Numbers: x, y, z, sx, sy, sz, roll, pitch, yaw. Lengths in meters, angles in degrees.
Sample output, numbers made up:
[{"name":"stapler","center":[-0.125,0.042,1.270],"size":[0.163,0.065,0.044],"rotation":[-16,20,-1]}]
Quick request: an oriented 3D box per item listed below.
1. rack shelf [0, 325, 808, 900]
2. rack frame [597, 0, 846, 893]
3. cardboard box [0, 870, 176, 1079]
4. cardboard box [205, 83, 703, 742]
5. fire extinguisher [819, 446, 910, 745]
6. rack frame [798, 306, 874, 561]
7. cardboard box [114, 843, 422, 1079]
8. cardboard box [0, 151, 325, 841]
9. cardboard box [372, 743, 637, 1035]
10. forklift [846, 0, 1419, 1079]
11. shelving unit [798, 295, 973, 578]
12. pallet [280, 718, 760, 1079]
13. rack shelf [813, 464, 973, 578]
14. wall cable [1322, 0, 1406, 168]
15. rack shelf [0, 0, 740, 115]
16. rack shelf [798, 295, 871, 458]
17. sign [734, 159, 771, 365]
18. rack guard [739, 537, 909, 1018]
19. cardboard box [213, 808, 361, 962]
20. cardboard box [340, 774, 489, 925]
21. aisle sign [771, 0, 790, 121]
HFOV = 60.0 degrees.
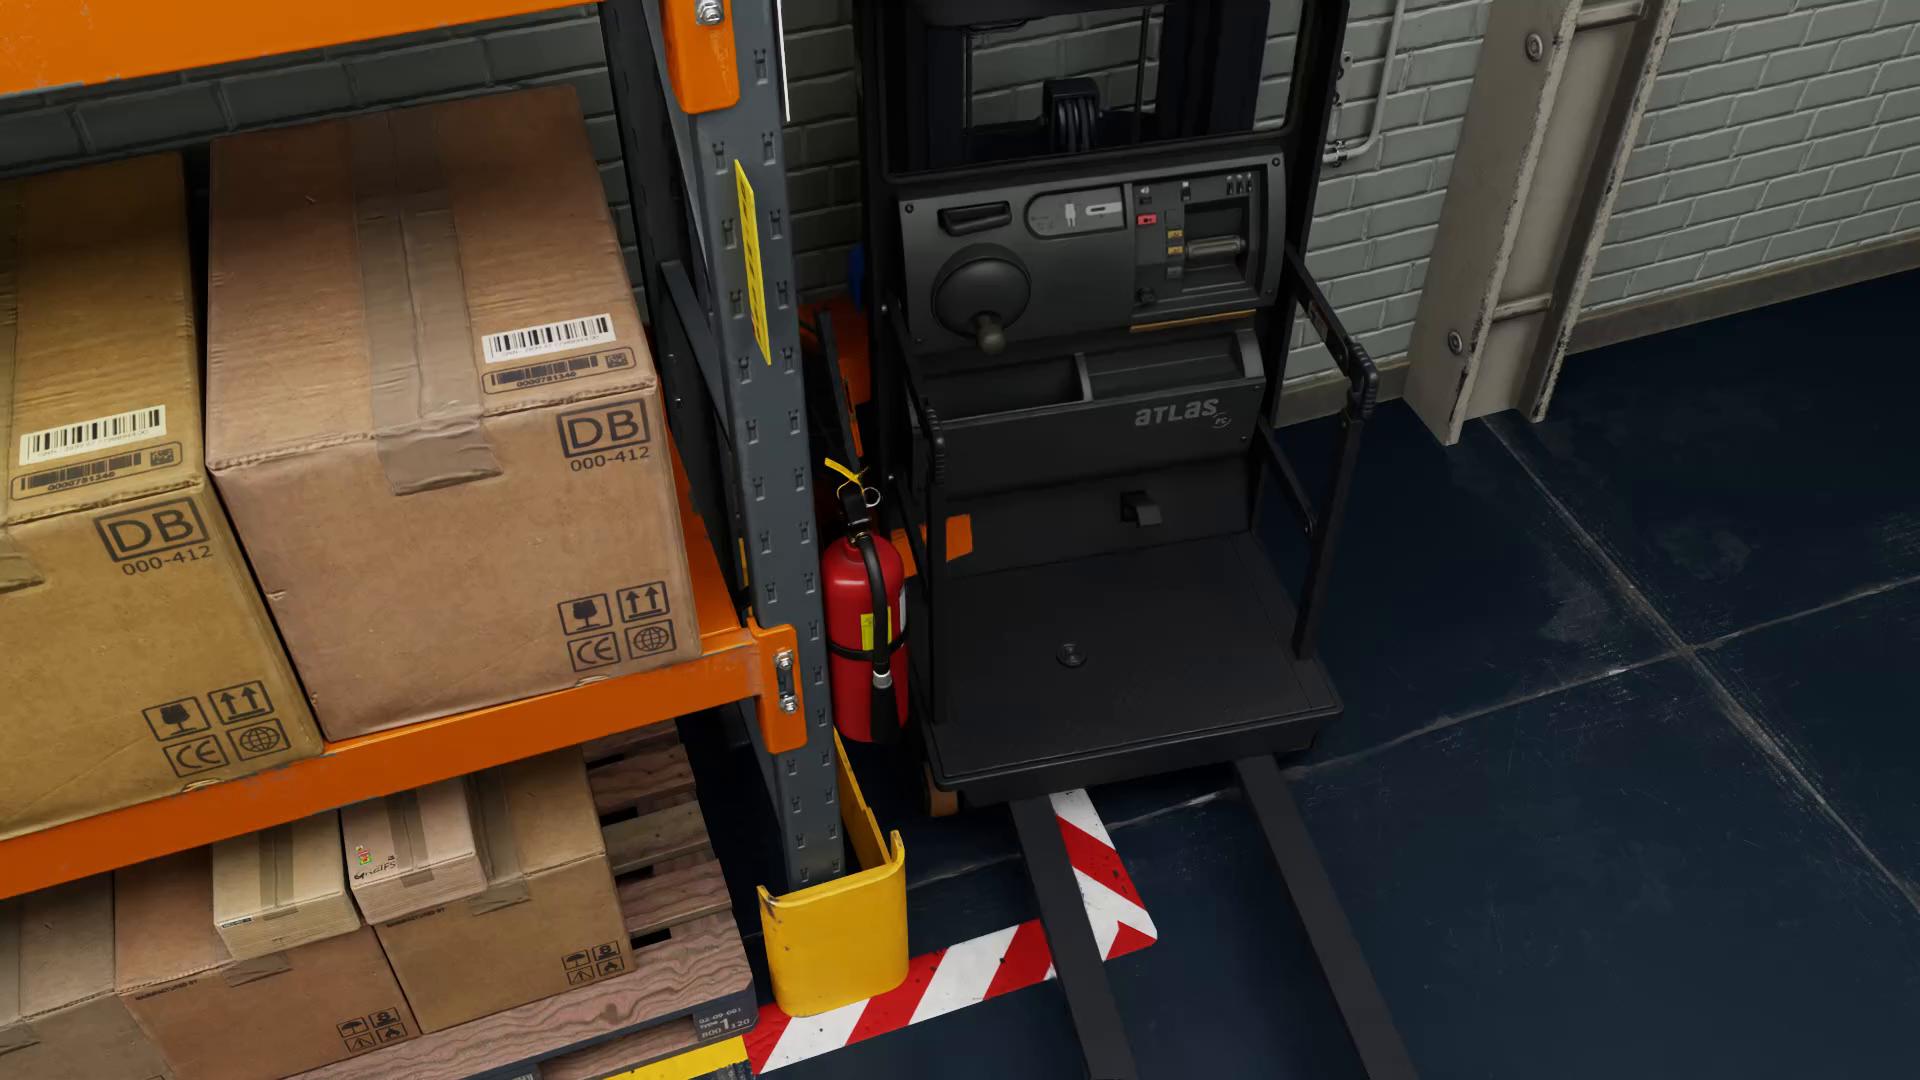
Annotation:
[{"name":"rack shelf","center":[-2.373,0.437,3.204],"size":[4.000,0.370,1.077],"rotation":[-14,47,-14]},{"name":"rack frame","center":[-0.492,-0.298,3.429],"size":[0.127,3.000,1.000],"rotation":[-14,47,-14]},{"name":"cardboard box","center":[-2.060,0.913,3.690],"size":[0.500,0.500,0.700],"rotation":[-16,47,-15]},{"name":"cardboard box","center":[-0.968,-0.274,3.194],"size":[0.700,0.700,0.980],"rotation":[-12,46,-12]},{"name":"fire extinguisher","center":[-0.193,0.132,3.318],"size":[0.183,0.674,0.296],"rotation":[-14,47,-14]},{"name":"rack frame","center":[-0.373,-0.169,4.596],"size":[0.032,1.125,0.500],"rotation":[-22,31,-21]},{"name":"cardboard box","center":[-1.587,0.792,3.811],"size":[0.500,0.500,0.700],"rotation":[-14,47,-14]},{"name":"cardboard box","center":[-1.648,-0.092,3.012],"size":[0.700,0.700,0.980],"rotation":[-15,47,-14]},{"name":"cardboard box","center":[-1.116,0.671,3.931],"size":[0.500,0.500,0.700],"rotation":[-14,47,-14]},{"name":"forklift","center":[0.368,-0.585,3.764],"size":[1.130,2.935,3.031],"rotation":[-9,46,-9]},{"name":"shelving unit","center":[0.068,-0.344,4.779],"size":[1.048,1.125,0.538],"rotation":[-22,31,-21]},{"name":"pallet","center":[-1.217,0.931,4.173],"size":[1.213,0.211,1.003],"rotation":[-14,47,-14]},{"name":"rack shelf","center":[0.103,-0.132,4.896],"size":[1.000,0.278,0.538],"rotation":[-22,31,-21]},{"name":"wall cable","center":[0.392,-1.594,4.004],"size":[1.851,1.984,0.084],"rotation":[-14,47,-14]},{"name":"rack shelf","center":[-2.373,-0.622,2.142],"size":[4.000,0.370,1.077],"rotation":[-14,47,-14]},{"name":"rack shelf","center":[0.025,-0.598,4.640],"size":[1.000,0.278,0.538],"rotation":[-22,31,-21]},{"name":"sign","center":[-0.320,-0.425,2.571],"size":[0.005,0.325,0.100],"rotation":[-14,47,-14]},{"name":"rack guard","center":[-0.469,0.579,4.320],"size":[0.348,0.500,1.175],"rotation":[-14,47,-14]},{"name":"cardboard box","center":[-1.415,0.657,3.488],"size":[0.250,0.149,0.380],"rotation":[-13,47,-13]},{"name":"cardboard box","center":[-1.175,0.595,3.550],"size":[0.250,0.149,0.380],"rotation":[-15,47,-14]},{"name":"aisle sign","center":[-0.322,-1.033,2.326],"size":[0.004,0.787,0.394],"rotation":[-14,47,-14]}]
